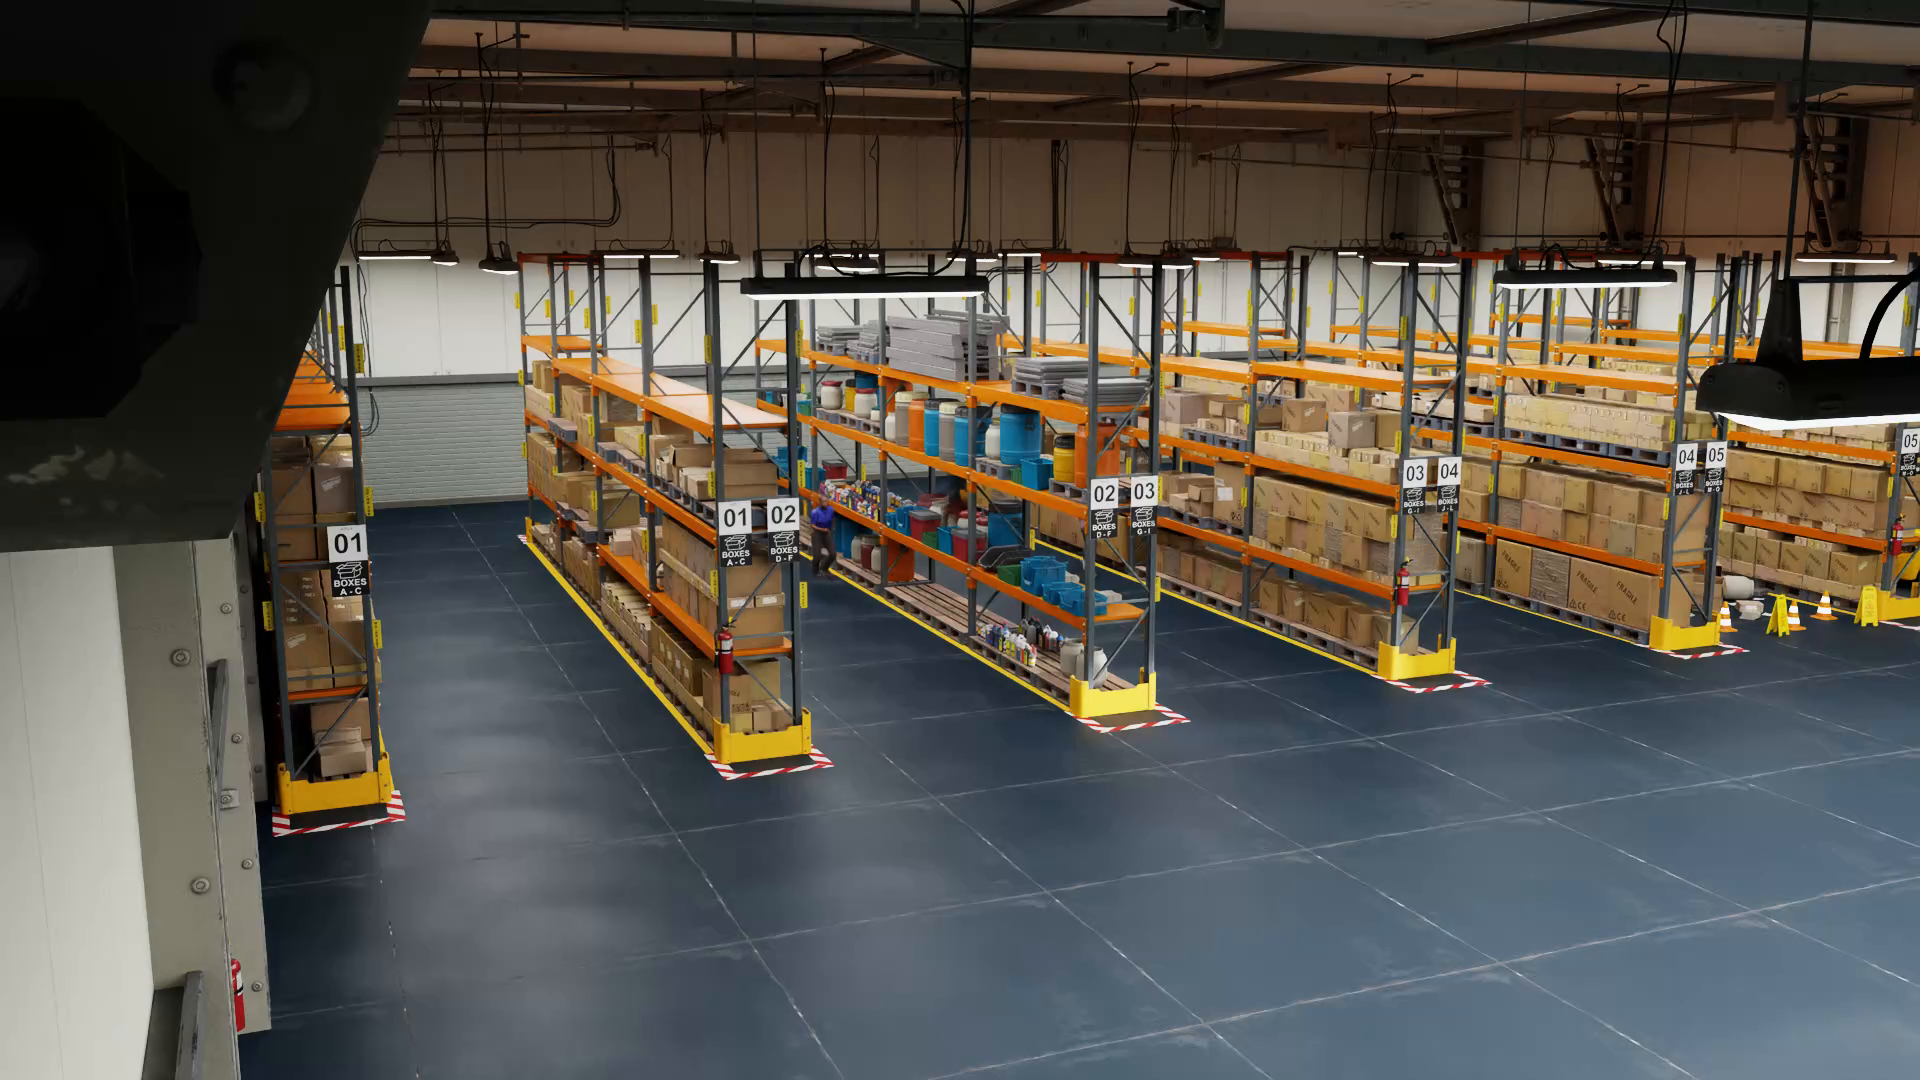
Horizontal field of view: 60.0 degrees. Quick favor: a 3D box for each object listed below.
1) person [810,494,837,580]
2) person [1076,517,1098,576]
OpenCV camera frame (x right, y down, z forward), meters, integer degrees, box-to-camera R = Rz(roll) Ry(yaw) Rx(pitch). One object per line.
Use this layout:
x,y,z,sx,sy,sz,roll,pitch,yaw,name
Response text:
-2.401,-0.043,29.404,0.579,1.583,0.823,-5,12,-26,person
2.352,-0.197,30.119,0.547,1.616,0.740,-4,11,-19,person
